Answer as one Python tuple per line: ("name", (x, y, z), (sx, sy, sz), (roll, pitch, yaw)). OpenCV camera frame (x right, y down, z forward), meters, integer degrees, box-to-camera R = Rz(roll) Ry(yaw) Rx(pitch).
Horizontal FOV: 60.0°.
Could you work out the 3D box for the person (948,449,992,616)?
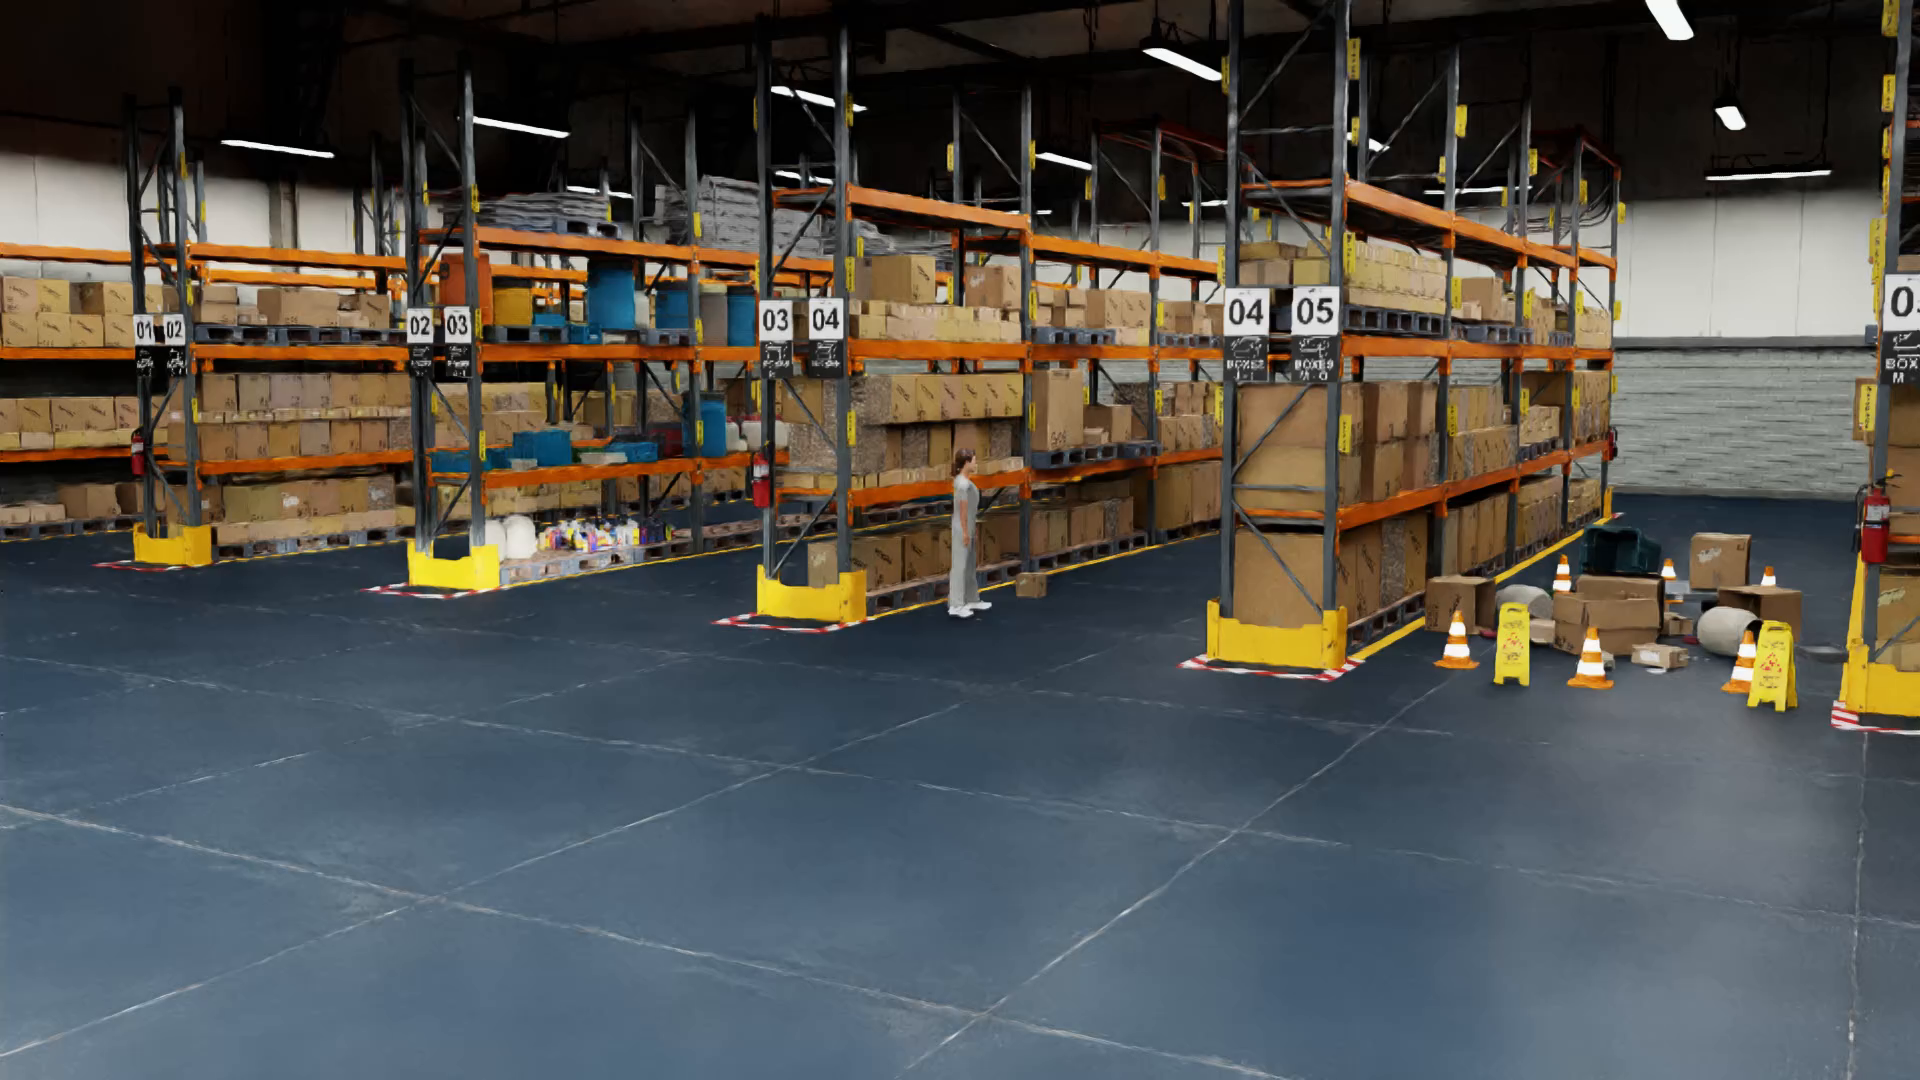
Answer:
("person", (0.102, -0.089, 16.926), (0.449, 1.680, 0.525), (0, 6, 2))
